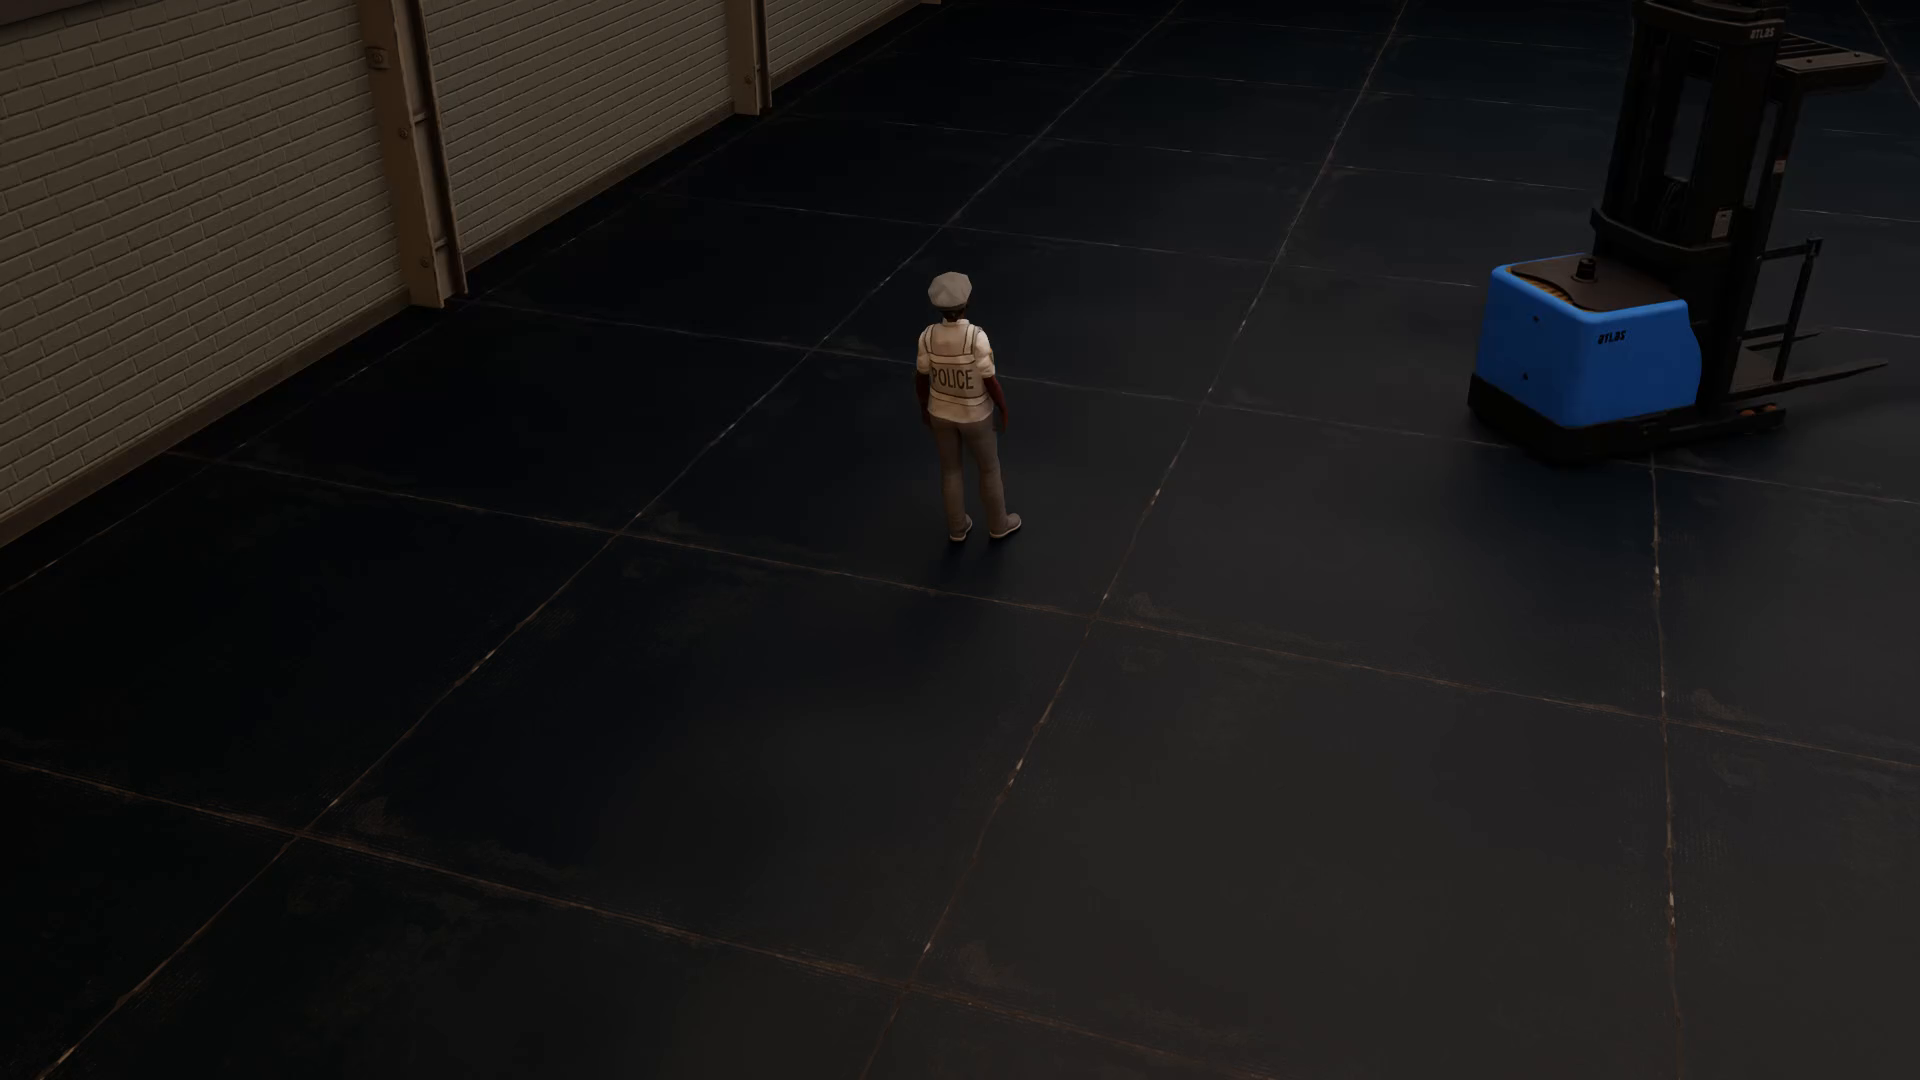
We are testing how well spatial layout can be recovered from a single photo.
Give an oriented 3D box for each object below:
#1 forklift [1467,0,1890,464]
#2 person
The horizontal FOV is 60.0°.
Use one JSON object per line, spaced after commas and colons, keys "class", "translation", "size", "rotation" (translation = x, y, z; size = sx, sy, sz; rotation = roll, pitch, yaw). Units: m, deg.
{"class": "forklift", "translation": [5.113, -2.225, 11.040], "size": [3.031, 2.935, 1.130], "rotation": [-11, 32, -19]}
{"class": "person", "translation": [0.043, -0.773, 9.729], "size": [0.569, 1.692, 0.530], "rotation": [10, 31, 16]}
